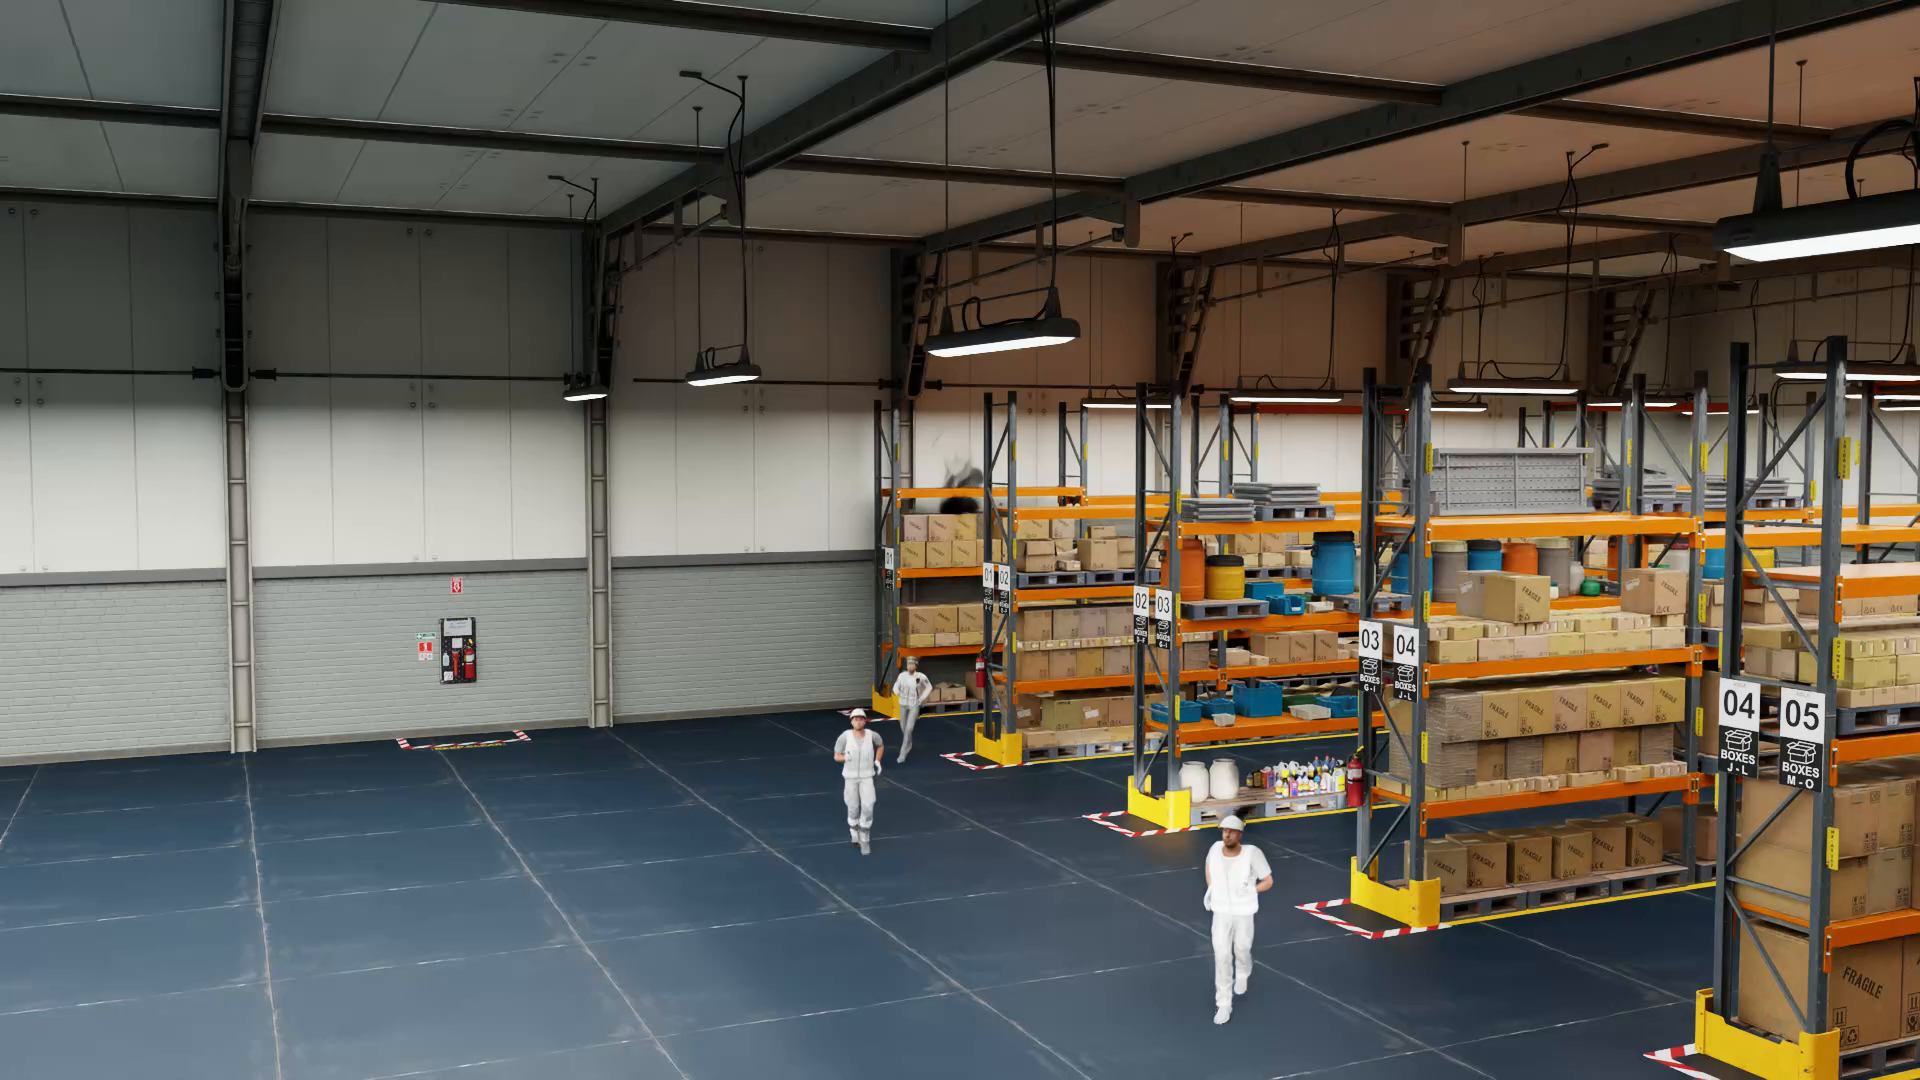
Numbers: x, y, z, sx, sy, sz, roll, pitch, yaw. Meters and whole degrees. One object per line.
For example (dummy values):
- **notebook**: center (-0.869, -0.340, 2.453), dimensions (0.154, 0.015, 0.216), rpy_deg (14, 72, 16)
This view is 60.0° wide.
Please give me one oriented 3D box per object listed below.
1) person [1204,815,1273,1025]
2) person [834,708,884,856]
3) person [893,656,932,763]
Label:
- **person**: center (2.513, 3.388, 15.112), dimensions (0.665, 1.797, 0.926), rpy_deg (1, 4, 21)
- **person**: center (-1.283, 3.047, 21.021), dimensions (0.612, 1.839, 0.720), rpy_deg (0, 3, -3)
- **person**: center (-0.795, 2.734, 27.261), dimensions (0.625, 1.712, 0.856), rpy_deg (1, 3, 16)
